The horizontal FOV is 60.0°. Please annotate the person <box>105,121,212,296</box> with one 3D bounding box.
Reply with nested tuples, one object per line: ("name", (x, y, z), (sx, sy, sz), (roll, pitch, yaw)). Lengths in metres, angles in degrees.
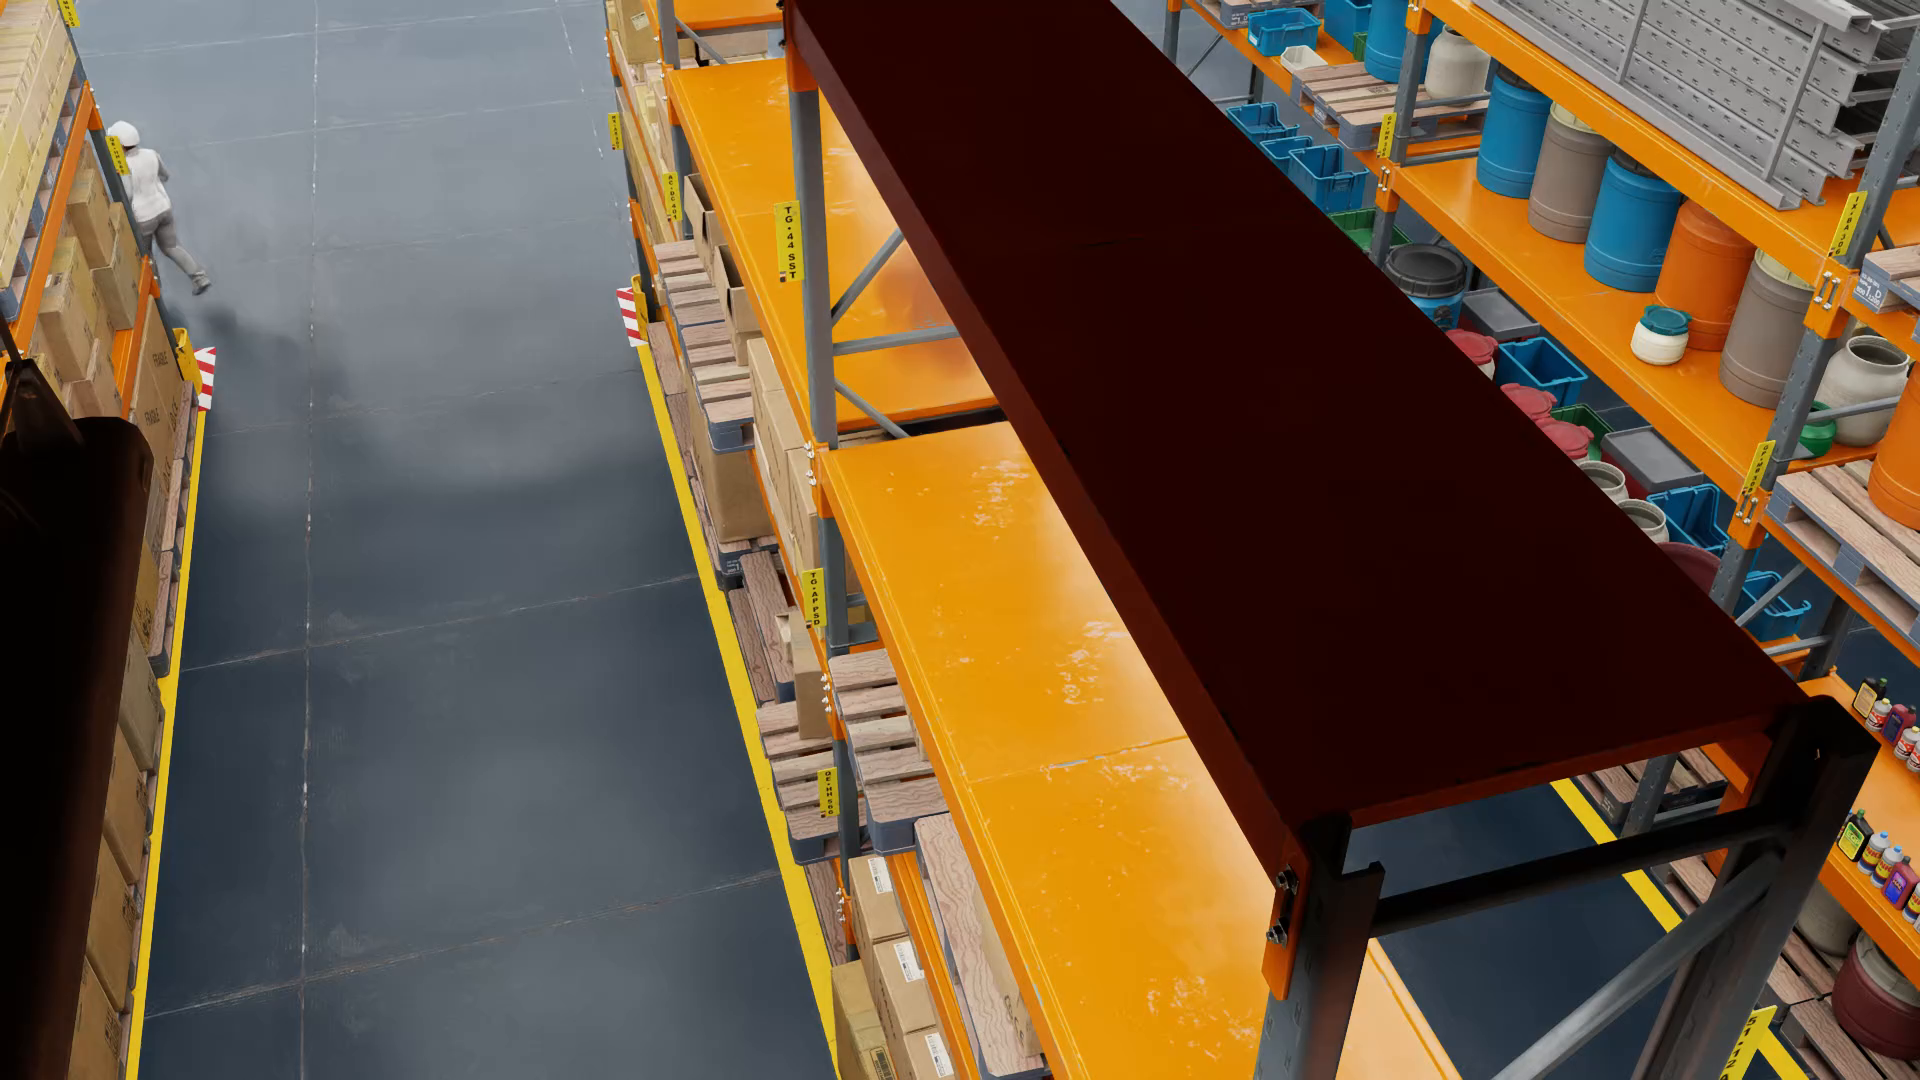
("person", (-7.389, -2.973, 15.125), (0.946, 1.752, 0.673), (17, 42, 21))
